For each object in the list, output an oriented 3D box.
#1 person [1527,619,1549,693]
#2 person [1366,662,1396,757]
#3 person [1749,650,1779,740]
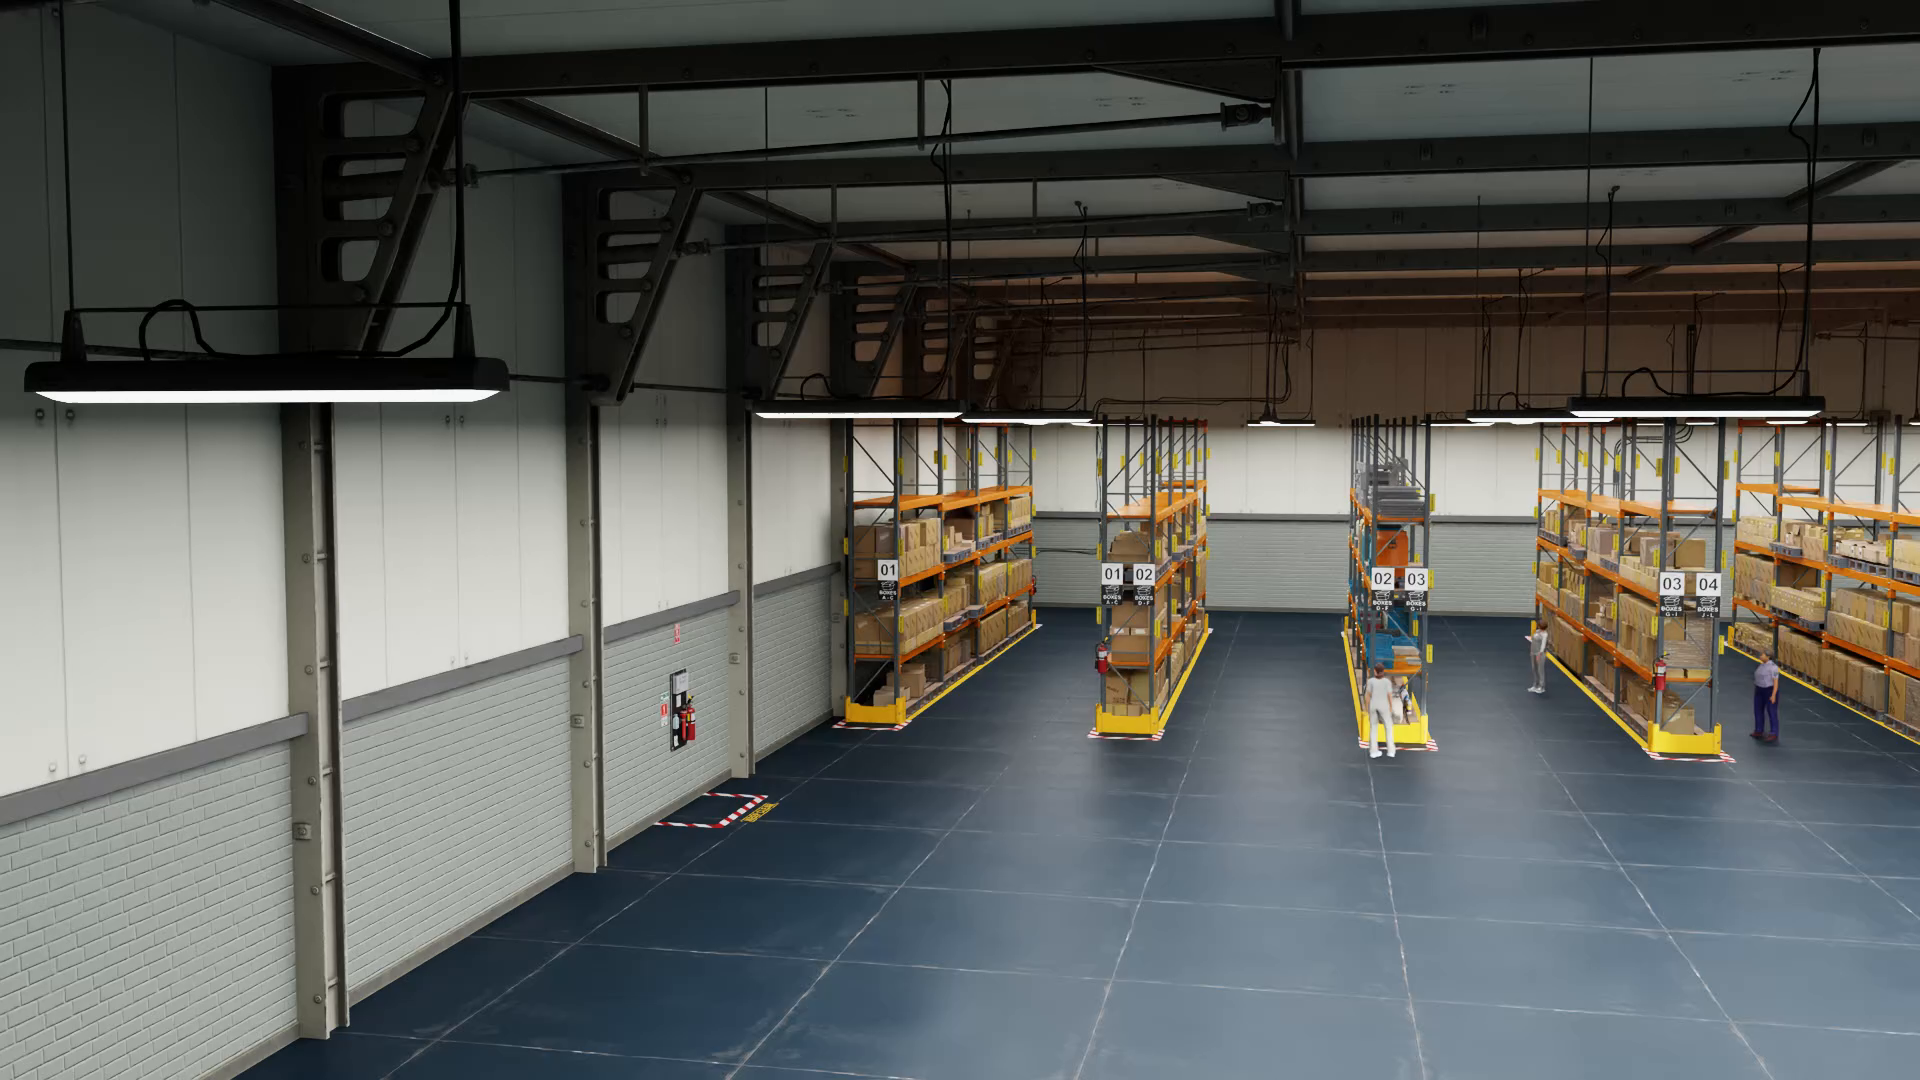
[{"bbox_3d":[12.589,2.523,36.255,0.353,1.612,0.515,-1,4,-15],"label":"person"},{"bbox_3d":[7.358,2.952,28.995,0.490,1.671,0.490,3,5,36],"label":"person"},{"bbox_3d":[14.887,2.845,30.703,0.373,1.655,0.520,-2,4,-26],"label":"person"}]
